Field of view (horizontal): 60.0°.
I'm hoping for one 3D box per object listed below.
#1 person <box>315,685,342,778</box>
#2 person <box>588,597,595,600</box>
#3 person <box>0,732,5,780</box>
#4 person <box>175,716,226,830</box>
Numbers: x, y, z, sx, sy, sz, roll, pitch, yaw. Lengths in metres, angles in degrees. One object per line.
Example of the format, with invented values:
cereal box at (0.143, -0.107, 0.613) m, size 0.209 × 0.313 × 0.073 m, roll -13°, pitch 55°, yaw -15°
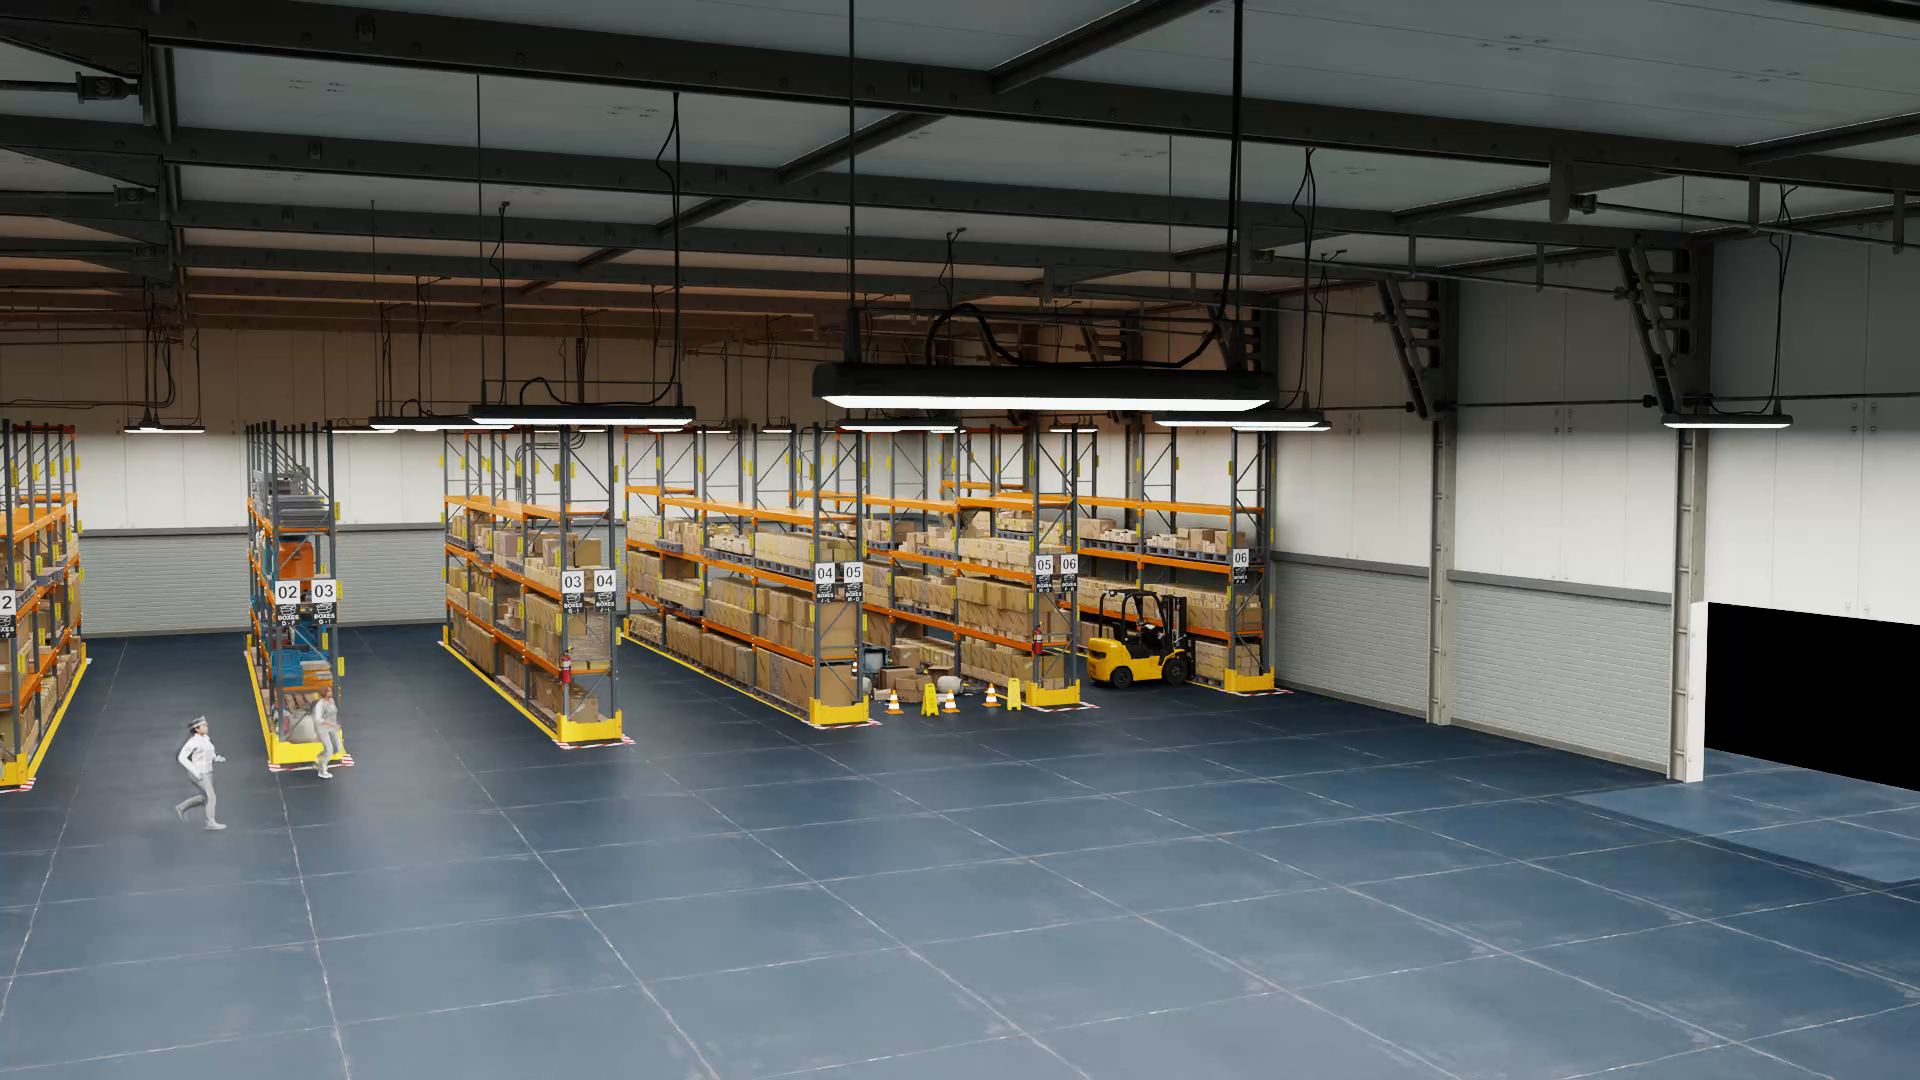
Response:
person at (-10.593, 3.201, 27.880) m, size 0.563 × 1.555 × 0.570 m, roll 1°, pitch 4°, yaw 13°
person at (-10.125, 2.100, 45.856) m, size 0.581 × 1.590 × 0.692 m, roll -1°, pitch 4°, yaw -22°
person at (-15.118, 3.301, 25.807) m, size 0.494 × 1.625 × 0.620 m, roll 1°, pitch 4°, yaw 9°
person at (-11.053, 3.376, 24.103) m, size 0.743 × 1.664 × 0.616 m, roll 0°, pitch 4°, yaw 0°
